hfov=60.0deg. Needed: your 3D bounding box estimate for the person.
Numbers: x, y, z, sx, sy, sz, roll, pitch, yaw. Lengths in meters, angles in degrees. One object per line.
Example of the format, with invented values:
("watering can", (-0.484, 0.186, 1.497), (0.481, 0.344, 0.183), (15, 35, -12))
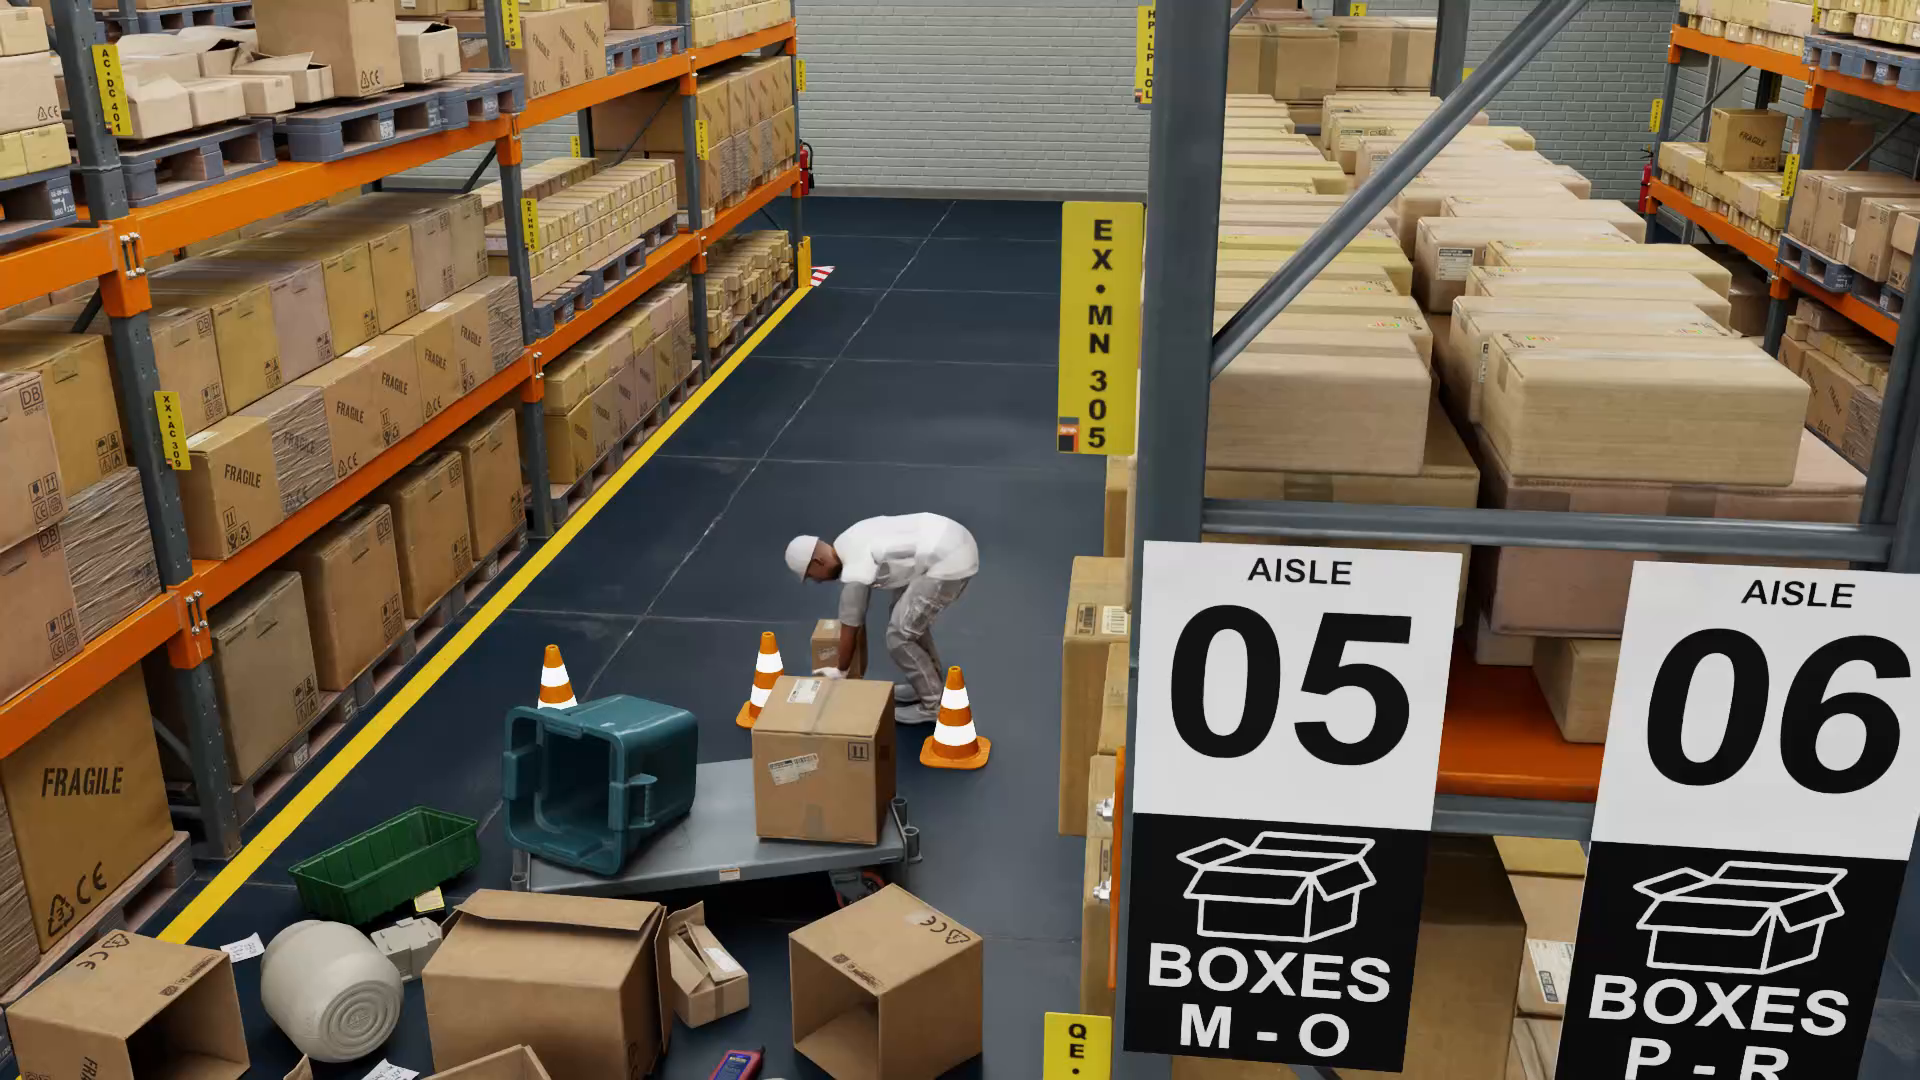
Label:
("person", (-0.395, 0.386, 8.545), (0.991, 1.063, 0.504), (1, 21, 3))
